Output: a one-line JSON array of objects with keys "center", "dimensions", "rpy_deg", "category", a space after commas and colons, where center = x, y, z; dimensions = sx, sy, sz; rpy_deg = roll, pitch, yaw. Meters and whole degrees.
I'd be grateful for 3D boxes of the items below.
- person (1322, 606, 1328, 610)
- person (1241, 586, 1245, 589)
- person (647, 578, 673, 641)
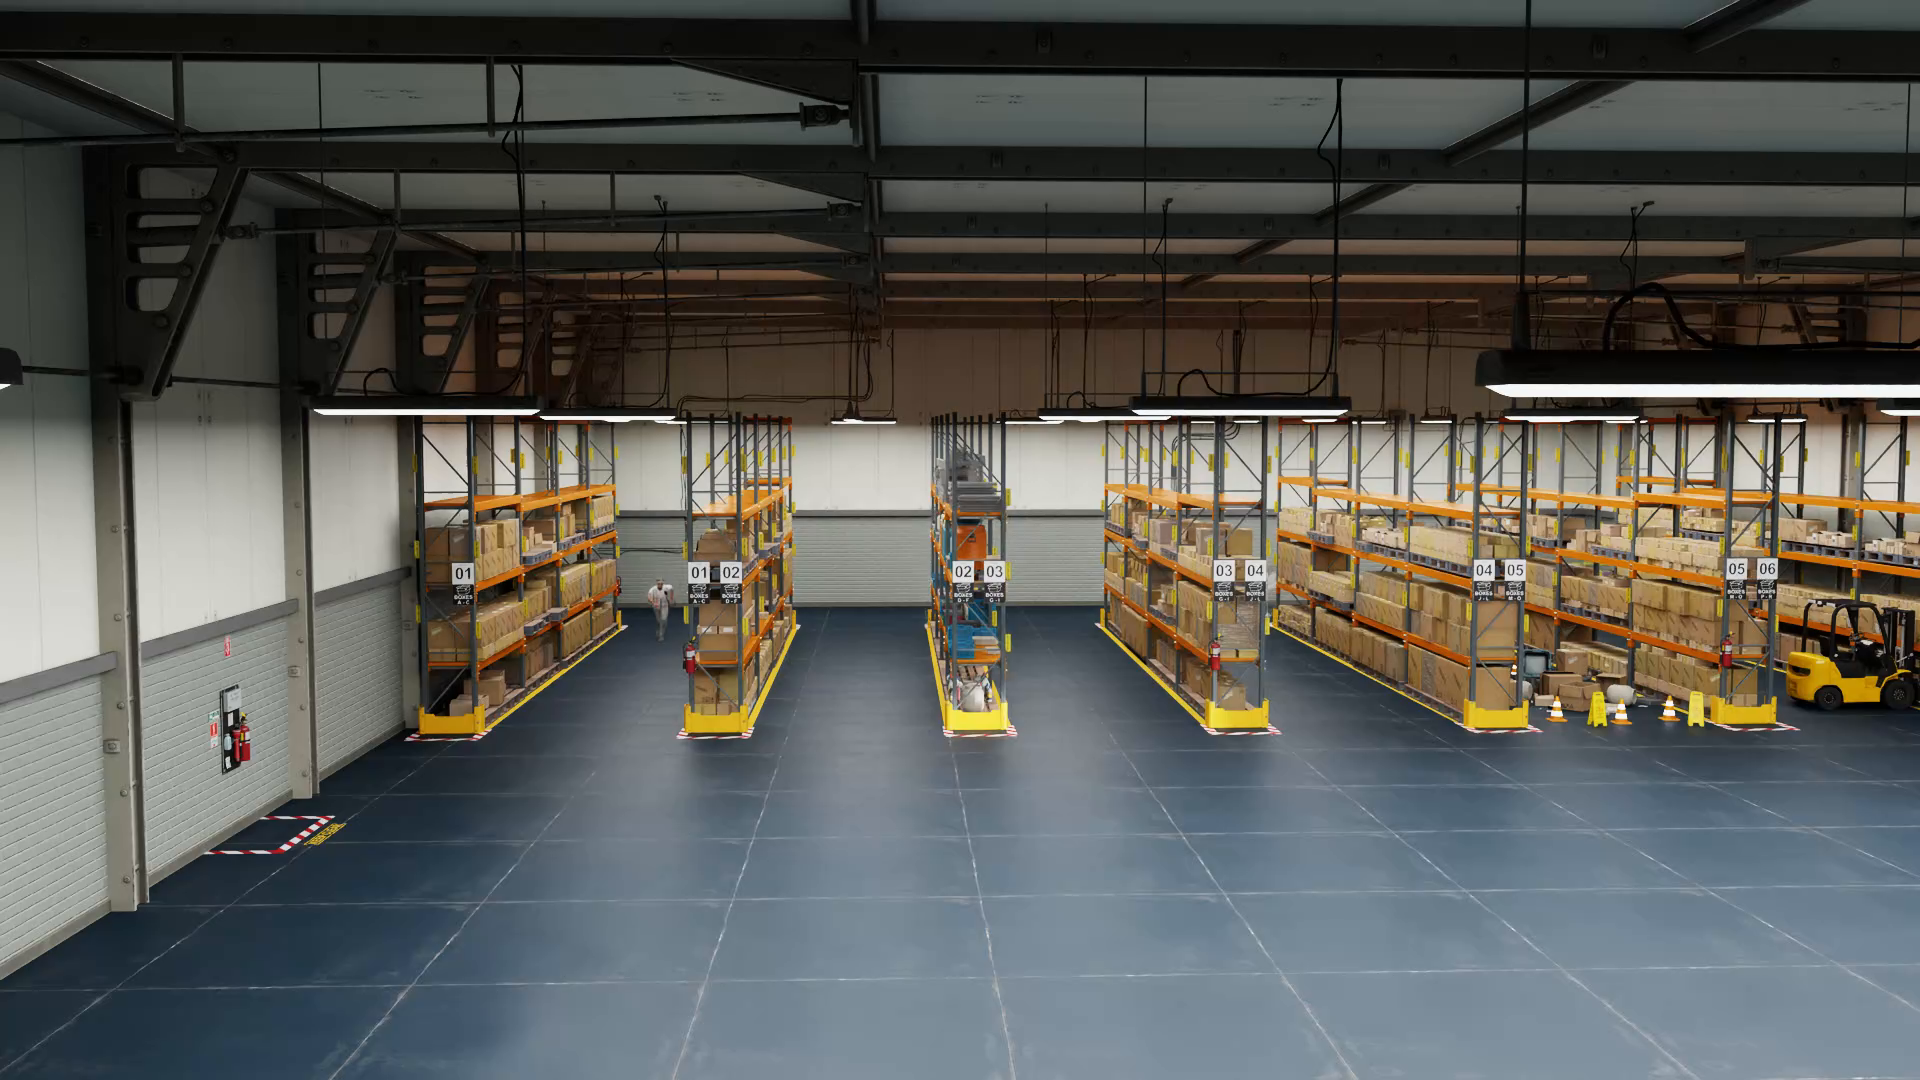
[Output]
[{"center": [10.831, 1.684, 48.300], "dimensions": [0.900, 1.594, 0.575], "rpy_deg": [2, 4, 26], "category": "person"}, {"center": [8.460, 1.645, 48.494], "dimensions": [0.541, 1.579, 0.620], "rpy_deg": [3, 5, 37], "category": "person"}, {"center": [-8.092, 1.855, 44.902], "dimensions": [0.697, 1.724, 1.024], "rpy_deg": [-1, 4, -14], "category": "person"}]
